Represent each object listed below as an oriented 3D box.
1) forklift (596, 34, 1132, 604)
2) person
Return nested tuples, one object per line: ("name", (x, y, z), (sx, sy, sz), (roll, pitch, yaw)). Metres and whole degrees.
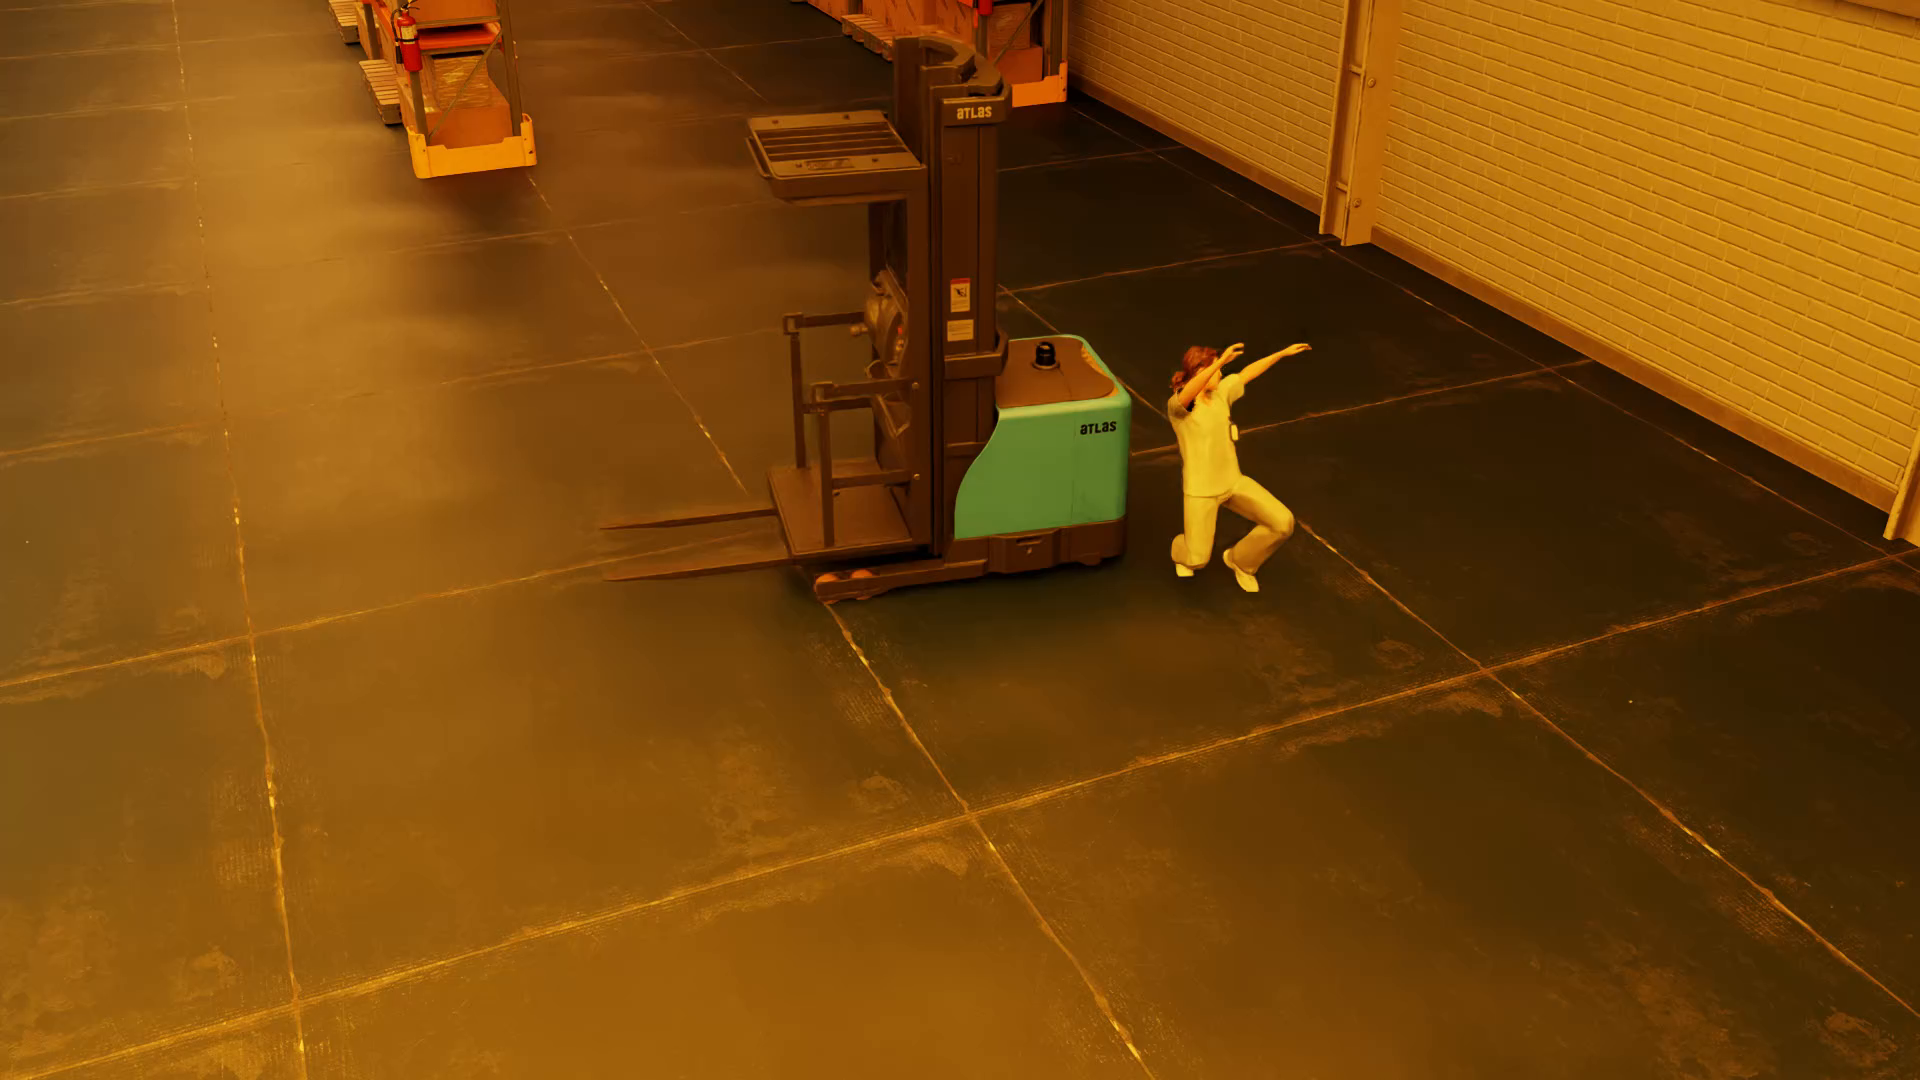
("forklift", (-0.592, -1.198, 9.215), (3.031, 2.935, 1.130), (-7, 30, -12))
("person", (1.629, -0.444, 9.317), (0.980, 1.555, 0.802), (-15, 33, -24))
